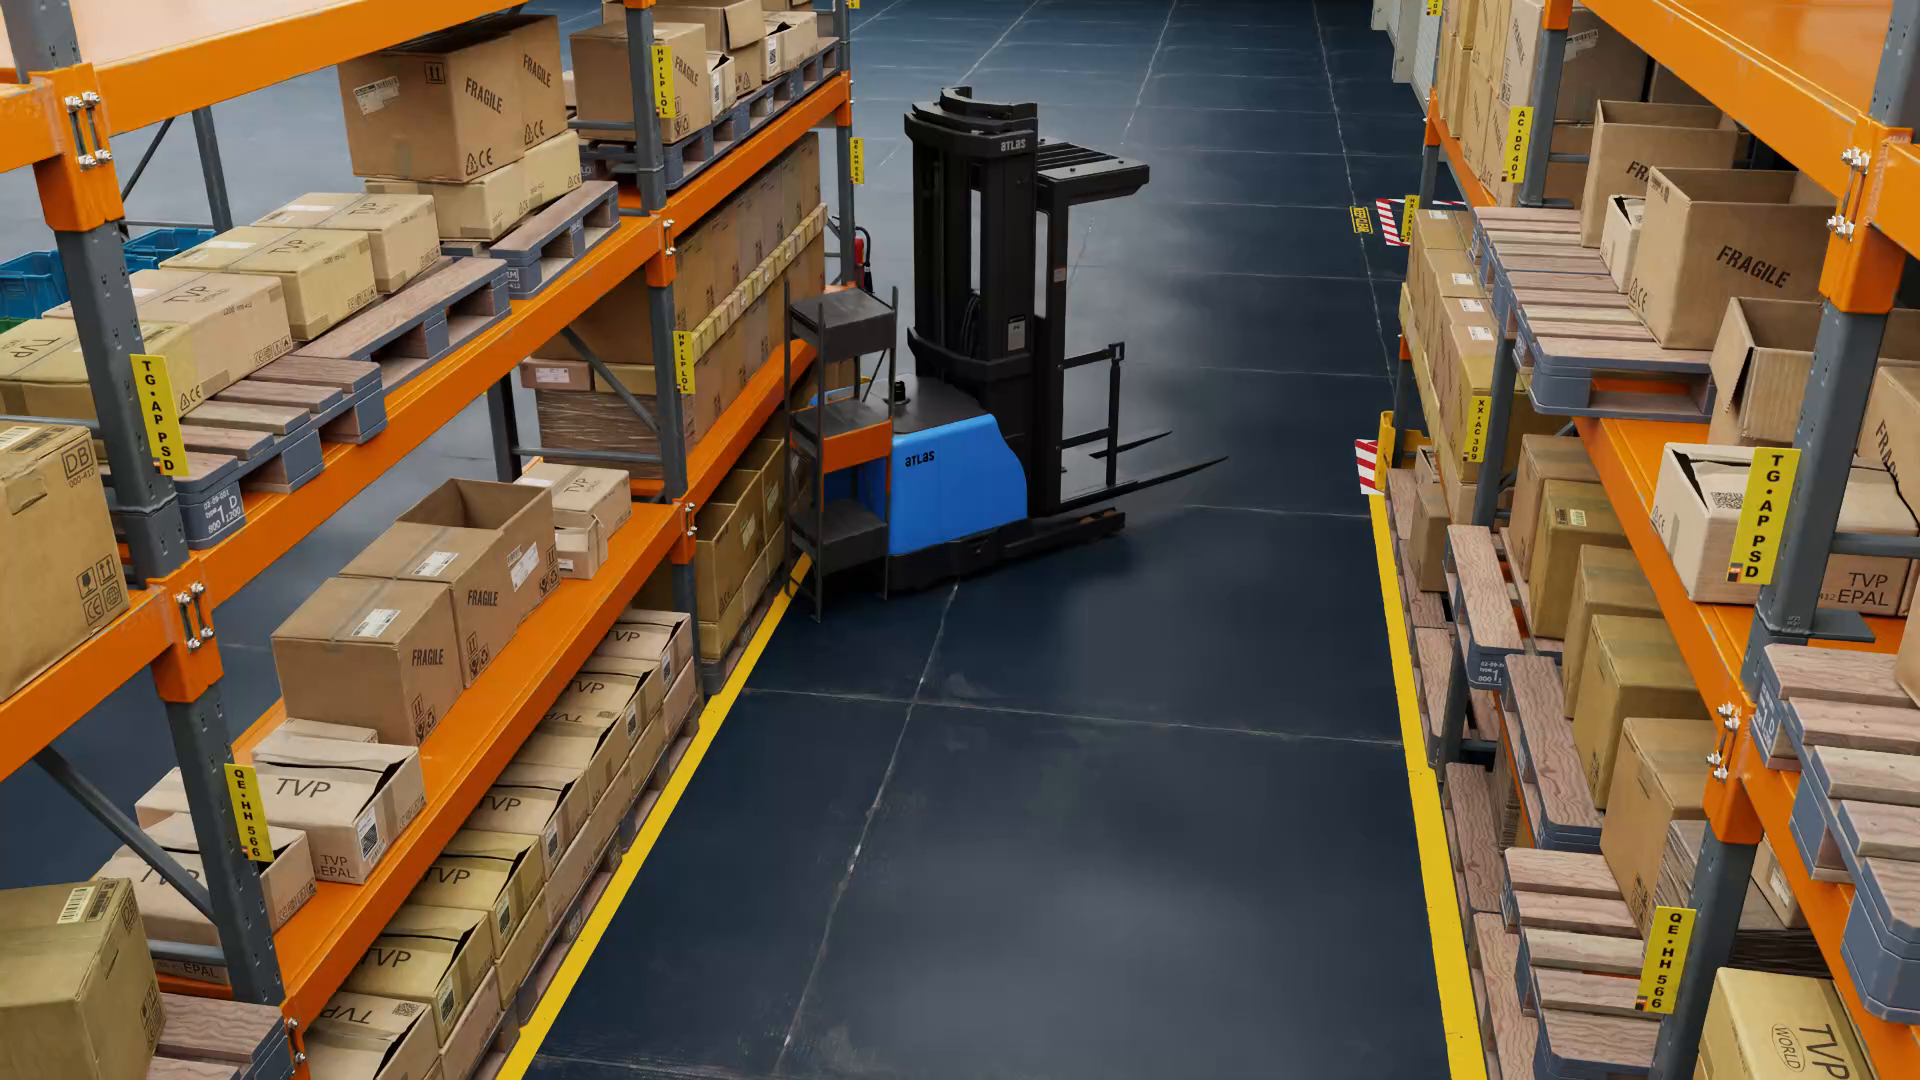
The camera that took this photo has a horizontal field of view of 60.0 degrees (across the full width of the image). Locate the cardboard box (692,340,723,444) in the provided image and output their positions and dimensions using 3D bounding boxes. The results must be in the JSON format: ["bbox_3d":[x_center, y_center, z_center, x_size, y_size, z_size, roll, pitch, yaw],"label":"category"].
[{"bbox_3d":[-1.776,-0.887,9.488,0.700,0.500,0.500,4,25,8],"label":"cardboard box"}]

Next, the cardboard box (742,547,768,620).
[{"bbox_3d":[-1.461,0.239,9.949,0.500,0.250,0.500,4,25,9],"label":"cardboard box"}]

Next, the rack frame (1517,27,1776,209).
[{"bbox_3d":[2.965,-2.810,6.638,1.000,3.000,0.127,4,25,9],"label":"rack frame"}]

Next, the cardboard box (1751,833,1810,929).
[{"bbox_3d":[2.338,0.896,4.396,0.380,0.149,0.250,1,25,2],"label":"cardboard box"}]

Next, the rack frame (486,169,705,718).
[{"bbox_3d":[-1.923,-0.434,8.640,1.000,3.000,0.127,4,25,9],"label":"rack frame"}]

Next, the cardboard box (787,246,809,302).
[{"bbox_3d":[-1.439,-1.738,11.307,0.700,0.500,0.500,5,25,10],"label":"cardboard box"}]

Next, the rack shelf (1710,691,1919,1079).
[{"bbox_3d":[1.985,1.384,2.065,1.077,0.370,4.000,4,25,9],"label":"rack shelf"}]

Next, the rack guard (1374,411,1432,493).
[{"bbox_3d":[3.606,-0.602,11.946,1.175,0.500,0.348,4,25,9],"label":"rack guard"}]

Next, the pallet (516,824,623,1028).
[{"bbox_3d":[-2.202,1.651,7.474,1.003,0.211,1.213,4,25,9],"label":"pallet"}]

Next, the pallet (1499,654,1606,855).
[{"bbox_3d":[2.595,0.836,6.151,1.003,0.211,1.213,4,25,9],"label":"pallet"}]

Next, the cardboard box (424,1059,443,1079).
[{"bbox_3d":[-2.201,2.095,5.984,0.500,0.250,0.500,4,25,8],"label":"cardboard box"}]

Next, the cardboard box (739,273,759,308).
[{"bbox_3d":[-1.438,-1.521,10.077,0.380,0.149,0.250,4,25,8],"label":"cardboard box"}]

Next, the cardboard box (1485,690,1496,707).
[{"bbox_3d":[3.023,0.765,8.900,0.380,0.166,0.250,1,25,2],"label":"cardboard box"}]

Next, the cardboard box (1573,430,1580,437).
[{"bbox_3d":[3.248,-0.556,8.167,0.500,0.500,0.500,3,25,7],"label":"cardboard box"}]

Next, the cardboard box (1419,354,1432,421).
[{"bbox_3d":[2.981,-0.883,9.751,0.500,0.250,0.500,4,25,9],"label":"cardboard box"}]

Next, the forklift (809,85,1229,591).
[{"bbox_3d":[0.514,-1.480,10.955,3.031,2.935,1.130,-17,30,-31],"label":"forklift"}]

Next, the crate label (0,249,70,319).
[{"bbox_3d":[-6.189,-1.680,11.258,0.502,0.435,0.616,4,25,9],"label":"crate label"}]

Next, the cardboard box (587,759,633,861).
[{"bbox_3d":[-1.872,1.240,7.811,0.500,0.250,0.500,5,25,10],"label":"cardboard box"}]

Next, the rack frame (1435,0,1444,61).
[{"bbox_3d":[3.619,-4.483,10.212,1.000,3.000,0.127,4,25,9],"label":"rack frame"}]

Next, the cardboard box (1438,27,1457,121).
[{"bbox_3d":[3.195,-2.834,10.086,0.500,0.500,0.500,6,26,12],"label":"cardboard box"}]

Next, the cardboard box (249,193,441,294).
[{"bbox_3d":[-2.295,-1.120,6.247,0.500,0.250,0.500,2,25,4],"label":"cardboard box"}]

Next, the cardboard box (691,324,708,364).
[{"bbox_3d":[-1.606,-1.085,9.148,0.380,0.149,0.250,3,25,7],"label":"cardboard box"}]

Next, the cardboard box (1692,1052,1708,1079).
[{"bbox_3d":[1.980,1.577,3.851,0.500,0.500,0.500,5,26,10],"label":"cardboard box"}]

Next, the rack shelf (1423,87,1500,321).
[{"bbox_3d":[3.292,-1.962,9.213,1.077,0.370,4.000,4,25,9],"label":"rack shelf"}]

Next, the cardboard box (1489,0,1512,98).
[{"bbox_3d":[2.859,-2.418,8.018,0.500,0.500,0.500,5,26,11],"label":"cardboard box"}]

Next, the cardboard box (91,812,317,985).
[{"bbox_3d":[-2.474,1.130,5.403,0.500,0.311,0.500,6,26,12],"label":"cardboard box"}]

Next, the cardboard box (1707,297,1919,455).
[{"bbox_3d":[2.615,-0.370,4.818,0.797,0.503,0.637,8,26,16],"label":"cardboard box"}]

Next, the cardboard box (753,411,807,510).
[{"bbox_3d":[-1.295,-0.519,10.683,0.500,0.500,0.500,4,25,9],"label":"cardboard box"}]

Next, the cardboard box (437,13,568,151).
[{"bbox_3d":[-2.062,-2.000,7.242,0.500,0.500,0.500,4,25,9],"label":"cardboard box"}]

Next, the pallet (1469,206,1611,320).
[{"bbox_3d":[2.759,-1.115,6.778,1.213,0.211,1.003,4,25,9],"label":"pallet"}]

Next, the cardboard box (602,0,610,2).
[{"bbox_3d":[-1.810,-3.089,9.995,0.500,0.500,0.500,4,25,9],"label":"cardboard box"}]

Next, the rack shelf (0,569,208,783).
[{"bbox_3d":[-2.903,1.042,2.795,1.077,0.370,4.000,4,25,9],"label":"rack shelf"}]

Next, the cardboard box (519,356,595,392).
[{"bbox_3d":[-2.089,-0.902,8.756,0.380,0.149,0.250,4,25,8],"label":"cardboard box"}]

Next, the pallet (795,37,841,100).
[{"bbox_3d":[-1.410,-3.132,10.969,1.003,0.211,1.213,4,25,9],"label":"pallet"}]

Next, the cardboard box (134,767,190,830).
[{"bbox_3d":[-2.702,0.957,5.963,0.380,0.149,0.250,4,25,9],"label":"cardboard box"}]

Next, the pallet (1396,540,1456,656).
[{"bbox_3d":[3.237,0.375,10.200,1.003,0.211,1.213,4,25,9],"label":"pallet"}]

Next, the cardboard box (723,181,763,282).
[{"bbox_3d":[-1.610,-1.883,10.086,0.700,0.500,0.500,4,25,9],"label":"cardboard box"}]

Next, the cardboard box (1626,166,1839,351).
[{"bbox_3d":[2.595,-0.948,5.585,0.500,0.500,0.500,3,25,7],"label":"cardboard box"}]

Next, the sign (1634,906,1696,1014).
[{"bbox_3d":[1.775,1.058,4.179,0.100,0.325,0.005,4,25,9],"label":"sign"}]

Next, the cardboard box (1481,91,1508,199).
[{"bbox_3d":[2.899,-1.945,8.186,0.500,0.500,0.500,2,25,4],"label":"cardboard box"}]

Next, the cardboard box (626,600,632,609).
[{"bbox_3d":[-2.062,0.412,9.580,0.500,0.250,0.500,4,25,9],"label":"cardboard box"}]

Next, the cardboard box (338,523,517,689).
[{"bbox_3d":[-2.232,0.270,7.016,0.500,0.500,0.500,4,25,9],"label":"cardboard box"}]

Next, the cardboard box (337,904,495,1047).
[{"bbox_3d":[-2.123,1.621,6.336,0.500,0.311,0.500,3,25,7],"label":"cardboard box"}]

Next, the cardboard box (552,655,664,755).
[{"bbox_3d":[-1.785,0.774,8.145,0.500,0.311,0.500,5,25,10],"label":"cardboard box"}]

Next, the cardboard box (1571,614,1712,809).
[{"bbox_3d":[2.560,0.616,5.759,0.700,0.500,0.500,4,25,9],"label":"cardboard box"}]

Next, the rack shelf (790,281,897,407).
[{"bbox_3d":[-0.684,-1.127,9.512,0.480,0.518,0.431,-18,38,-32],"label":"rack shelf"}]

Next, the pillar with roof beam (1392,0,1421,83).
[{"bbox_3d":[3.052,-11.957,26.179,9.100,9.000,0.400,4,25,9],"label":"pillar with roof beam"}]

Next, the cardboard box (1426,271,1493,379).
[{"bbox_3d":[2.990,-1.229,9.607,0.500,0.500,0.500,5,26,10],"label":"cardboard box"}]

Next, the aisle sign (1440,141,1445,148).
[{"bbox_3d":[3.335,-2.994,11.041,0.394,0.787,0.004,4,25,9],"label":"aisle sign"}]

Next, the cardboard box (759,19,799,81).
[{"bbox_3d":[-1.288,-2.947,9.913,0.500,0.311,0.500,7,26,15],"label":"cardboard box"}]

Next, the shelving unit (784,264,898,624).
[{"bbox_3d":[-0.722,-0.541,9.869,0.503,2.100,0.431,-18,38,-32],"label":"shelving unit"}]

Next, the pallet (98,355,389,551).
[{"bbox_3d":[-2.554,-0.324,5.089,1.213,0.211,1.003,5,26,11],"label":"pallet"}]

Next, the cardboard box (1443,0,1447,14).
[{"bbox_3d":[3.316,-3.487,10.302,0.500,0.500,0.500,2,25,5],"label":"cardboard box"}]

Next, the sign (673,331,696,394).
[{"bbox_3d":[-1.386,-0.889,8.339,0.100,0.325,0.005,4,25,9],"label":"sign"}]

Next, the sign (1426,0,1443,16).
[{"bbox_3d":[3.084,-3.558,10.743,0.100,0.325,0.005,4,25,9],"label":"sign"}]

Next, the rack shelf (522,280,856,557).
[{"bbox_3d":[-1.596,-0.945,10.579,1.077,0.370,4.000,4,25,9],"label":"rack shelf"}]

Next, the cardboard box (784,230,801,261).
[{"bbox_3d":[-1.270,-1.952,10.998,0.380,0.149,0.250,4,25,9],"label":"cardboard box"}]
